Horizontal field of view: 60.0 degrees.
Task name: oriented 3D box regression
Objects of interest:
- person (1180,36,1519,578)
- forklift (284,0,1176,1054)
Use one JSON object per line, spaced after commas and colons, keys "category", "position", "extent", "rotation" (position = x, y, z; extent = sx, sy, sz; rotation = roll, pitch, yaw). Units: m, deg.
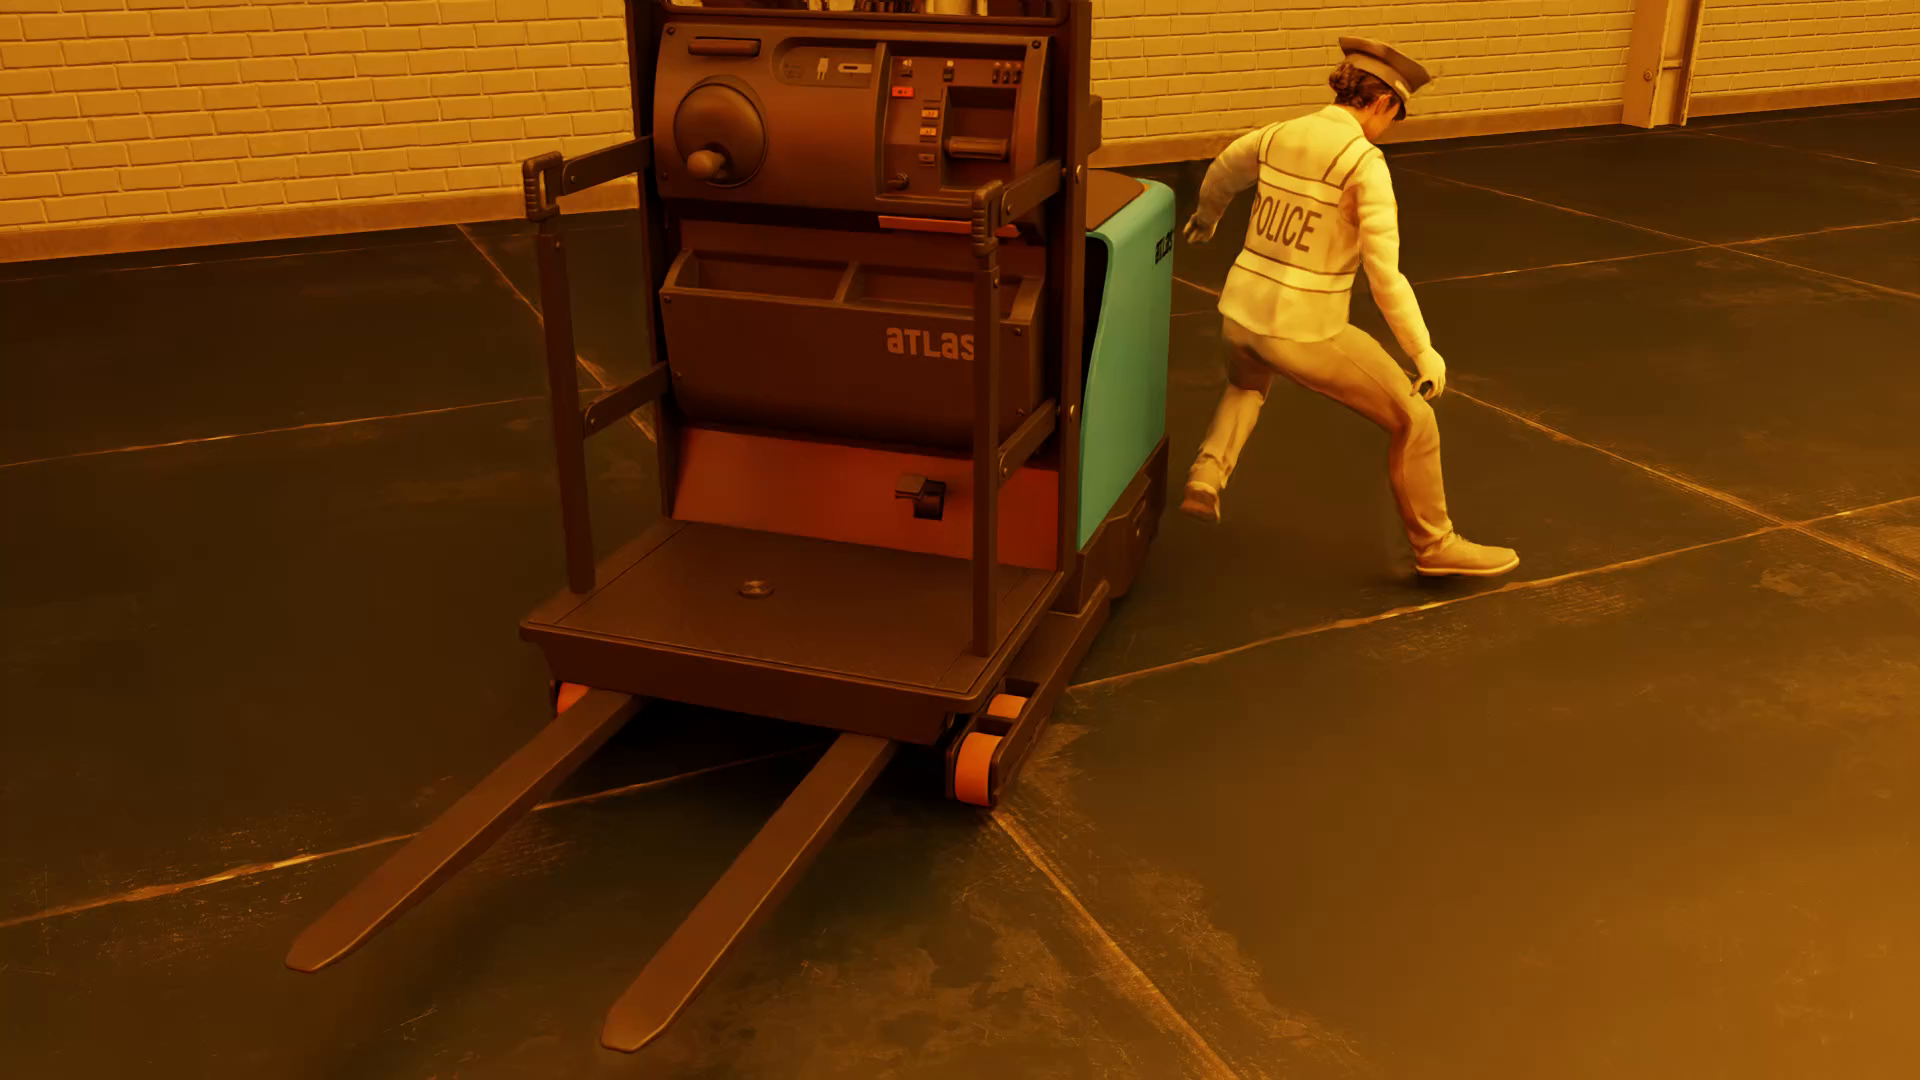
{"category": "person", "position": [0.990, -0.665, 4.719], "extent": [0.775, 1.485, 1.109], "rotation": [-13, 26, -29]}
{"category": "forklift", "position": [-0.327, -0.938, 3.543], "extent": [1.130, 2.935, 3.031], "rotation": [8, 24, 18]}
